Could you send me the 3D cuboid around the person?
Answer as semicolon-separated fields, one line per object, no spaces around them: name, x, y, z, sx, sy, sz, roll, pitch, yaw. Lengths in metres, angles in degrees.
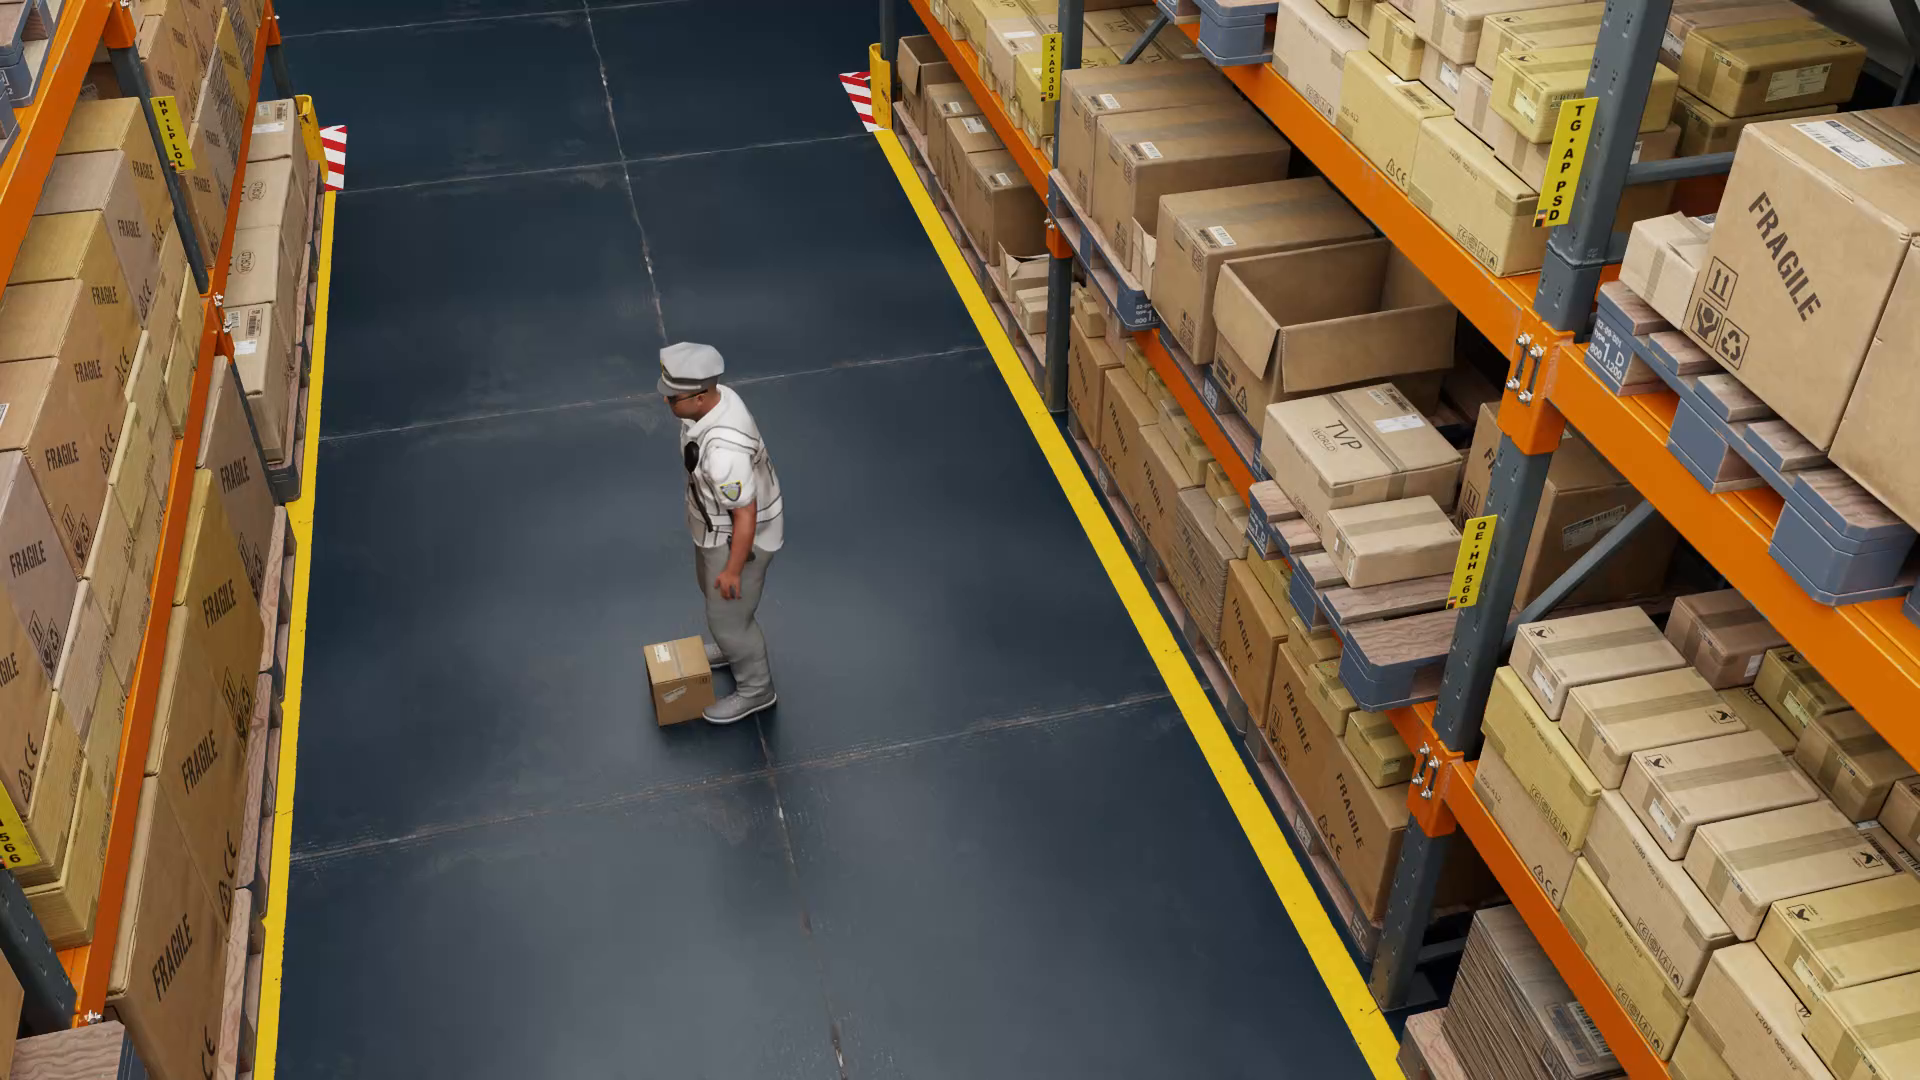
person;-0.940;-0.036;6.753;0.430;1.751;0.606;-11;39;-14
